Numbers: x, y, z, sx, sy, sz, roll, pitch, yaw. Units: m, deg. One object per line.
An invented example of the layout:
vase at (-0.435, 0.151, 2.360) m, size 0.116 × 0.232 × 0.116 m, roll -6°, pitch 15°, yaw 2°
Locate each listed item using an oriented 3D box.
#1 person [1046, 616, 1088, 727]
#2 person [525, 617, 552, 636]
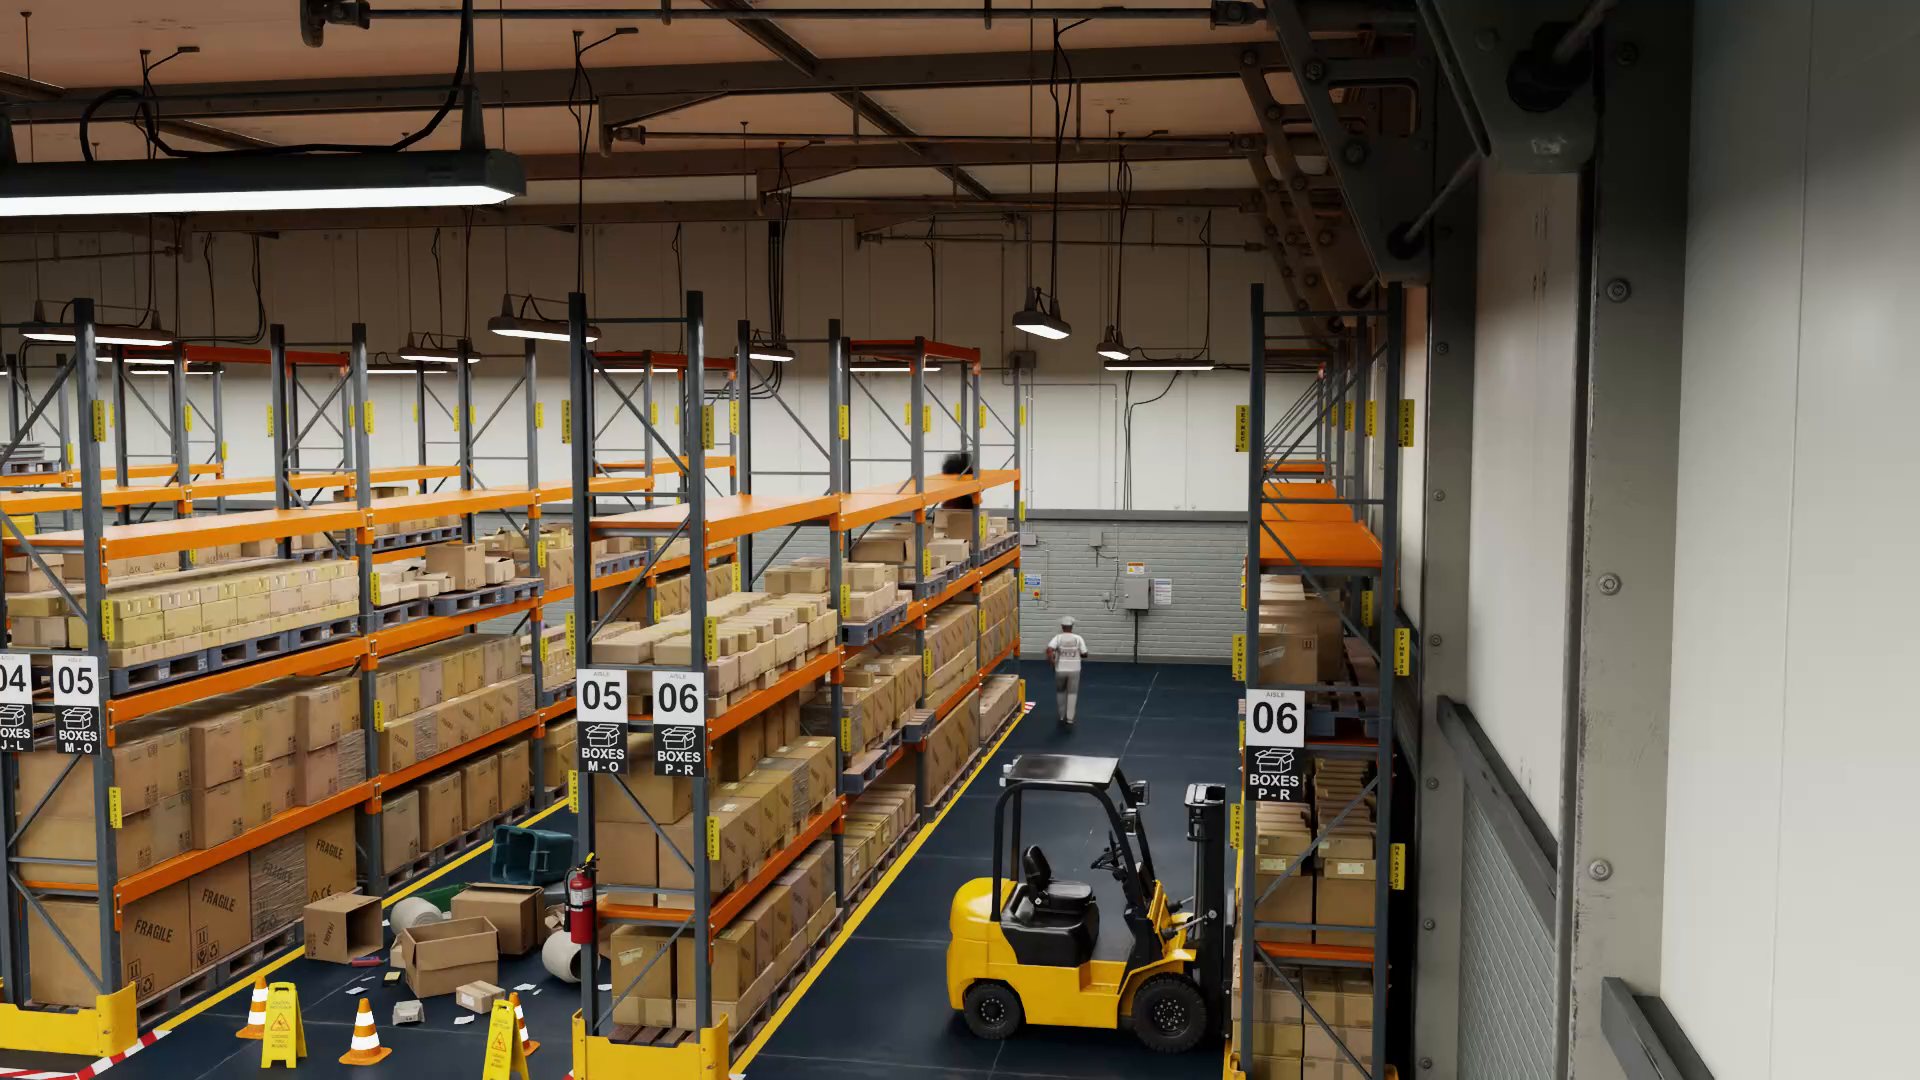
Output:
person at (1.717, 2.137, 26.602) m, size 0.645 × 1.840 × 0.771 m, roll 1°, pitch 5°, yaw 8°
person at (-7.490, 1.987, 30.066) m, size 0.707 × 1.491 × 0.556 m, roll -1°, pitch 5°, yaw -16°
